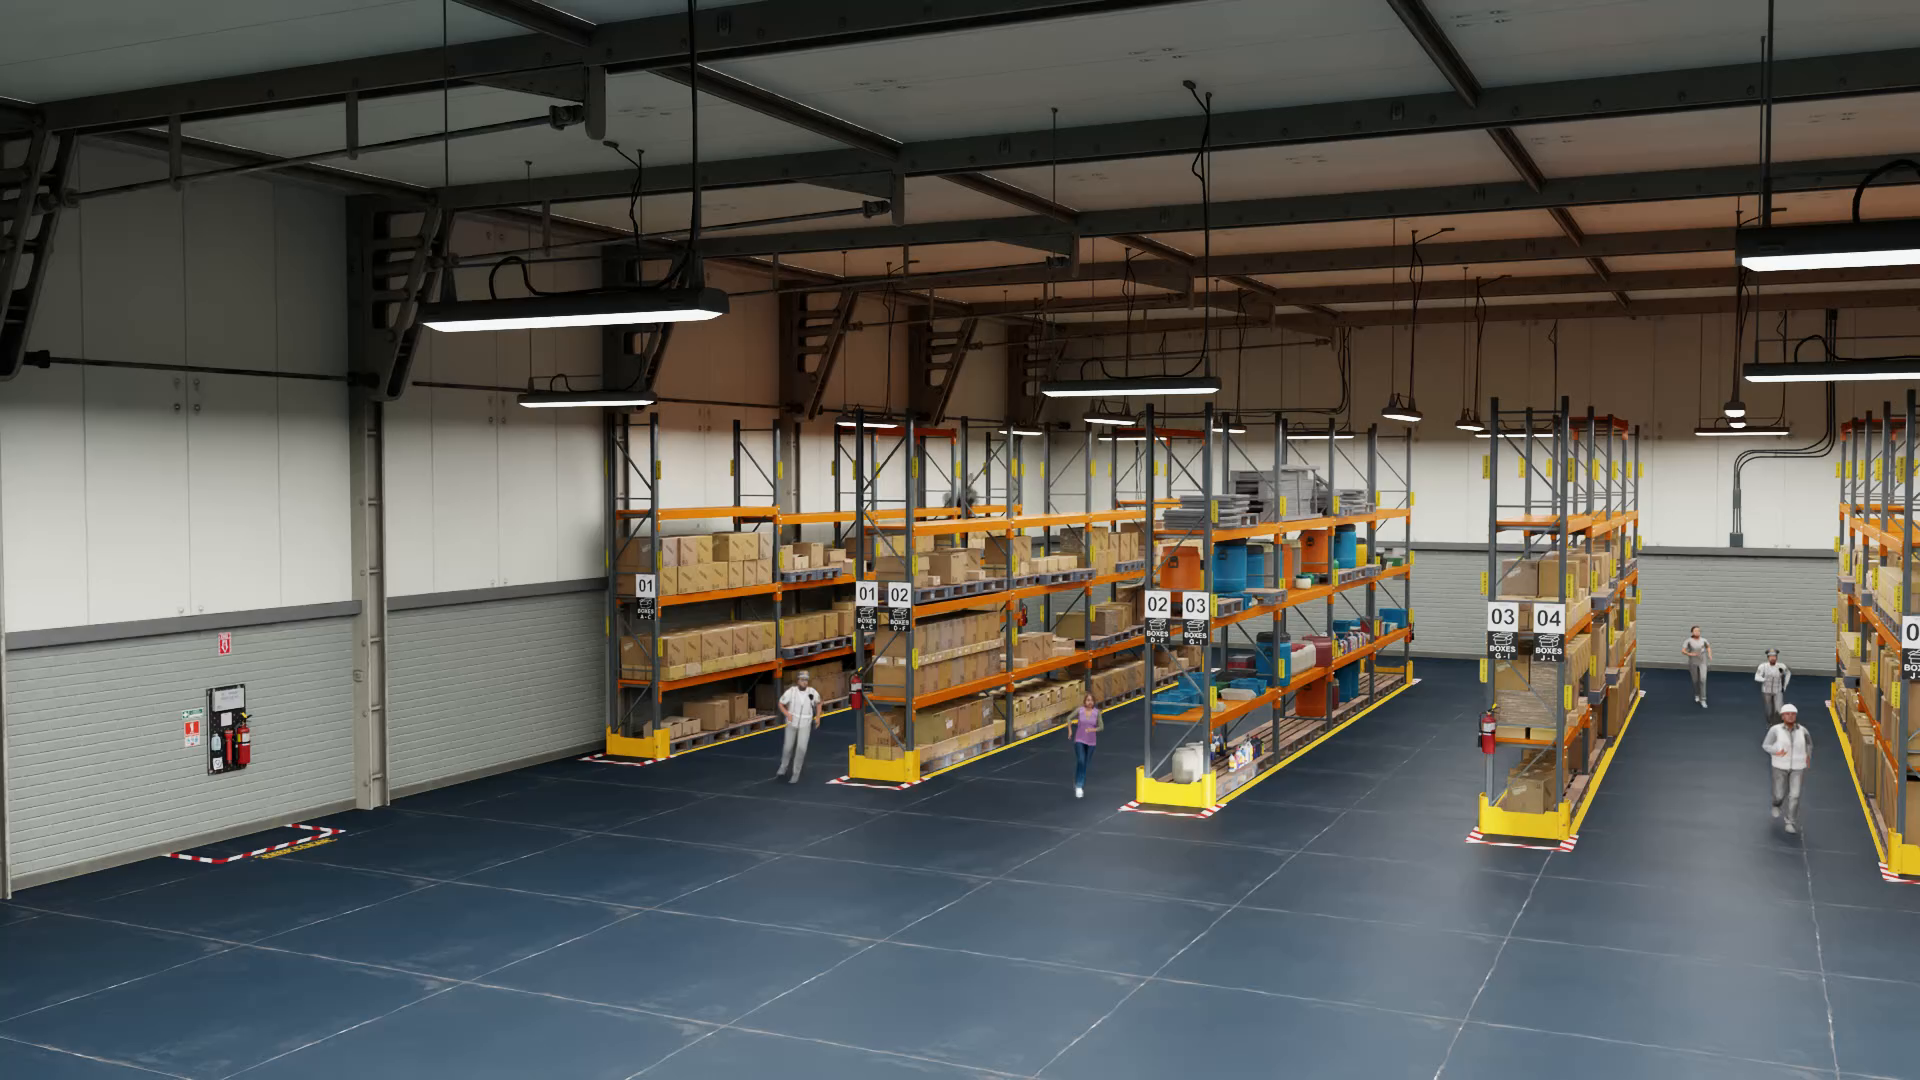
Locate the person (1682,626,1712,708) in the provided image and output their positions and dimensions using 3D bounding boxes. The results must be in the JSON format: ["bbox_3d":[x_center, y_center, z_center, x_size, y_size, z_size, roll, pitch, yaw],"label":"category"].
[{"bbox_3d":[15.686,2.686,35.399,0.605,1.667,0.896,1,3,20],"label":"person"}]

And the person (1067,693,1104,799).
[{"bbox_3d":[1.925,3.144,25.530,0.524,1.611,0.656,0,2,-9],"label":"person"}]

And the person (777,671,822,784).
[{"bbox_3d":[-2.598,3.011,26.882,0.740,1.810,0.779,0,2,-5],"label":"person"}]

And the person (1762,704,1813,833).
[{"bbox_3d":[11.522,3.149,23.144,0.665,1.743,0.775,1,3,17],"label":"person"}]

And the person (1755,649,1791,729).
[{"bbox_3d":[15.122,2.866,30.959,0.594,1.714,0.752,1,3,28],"label":"person"}]
